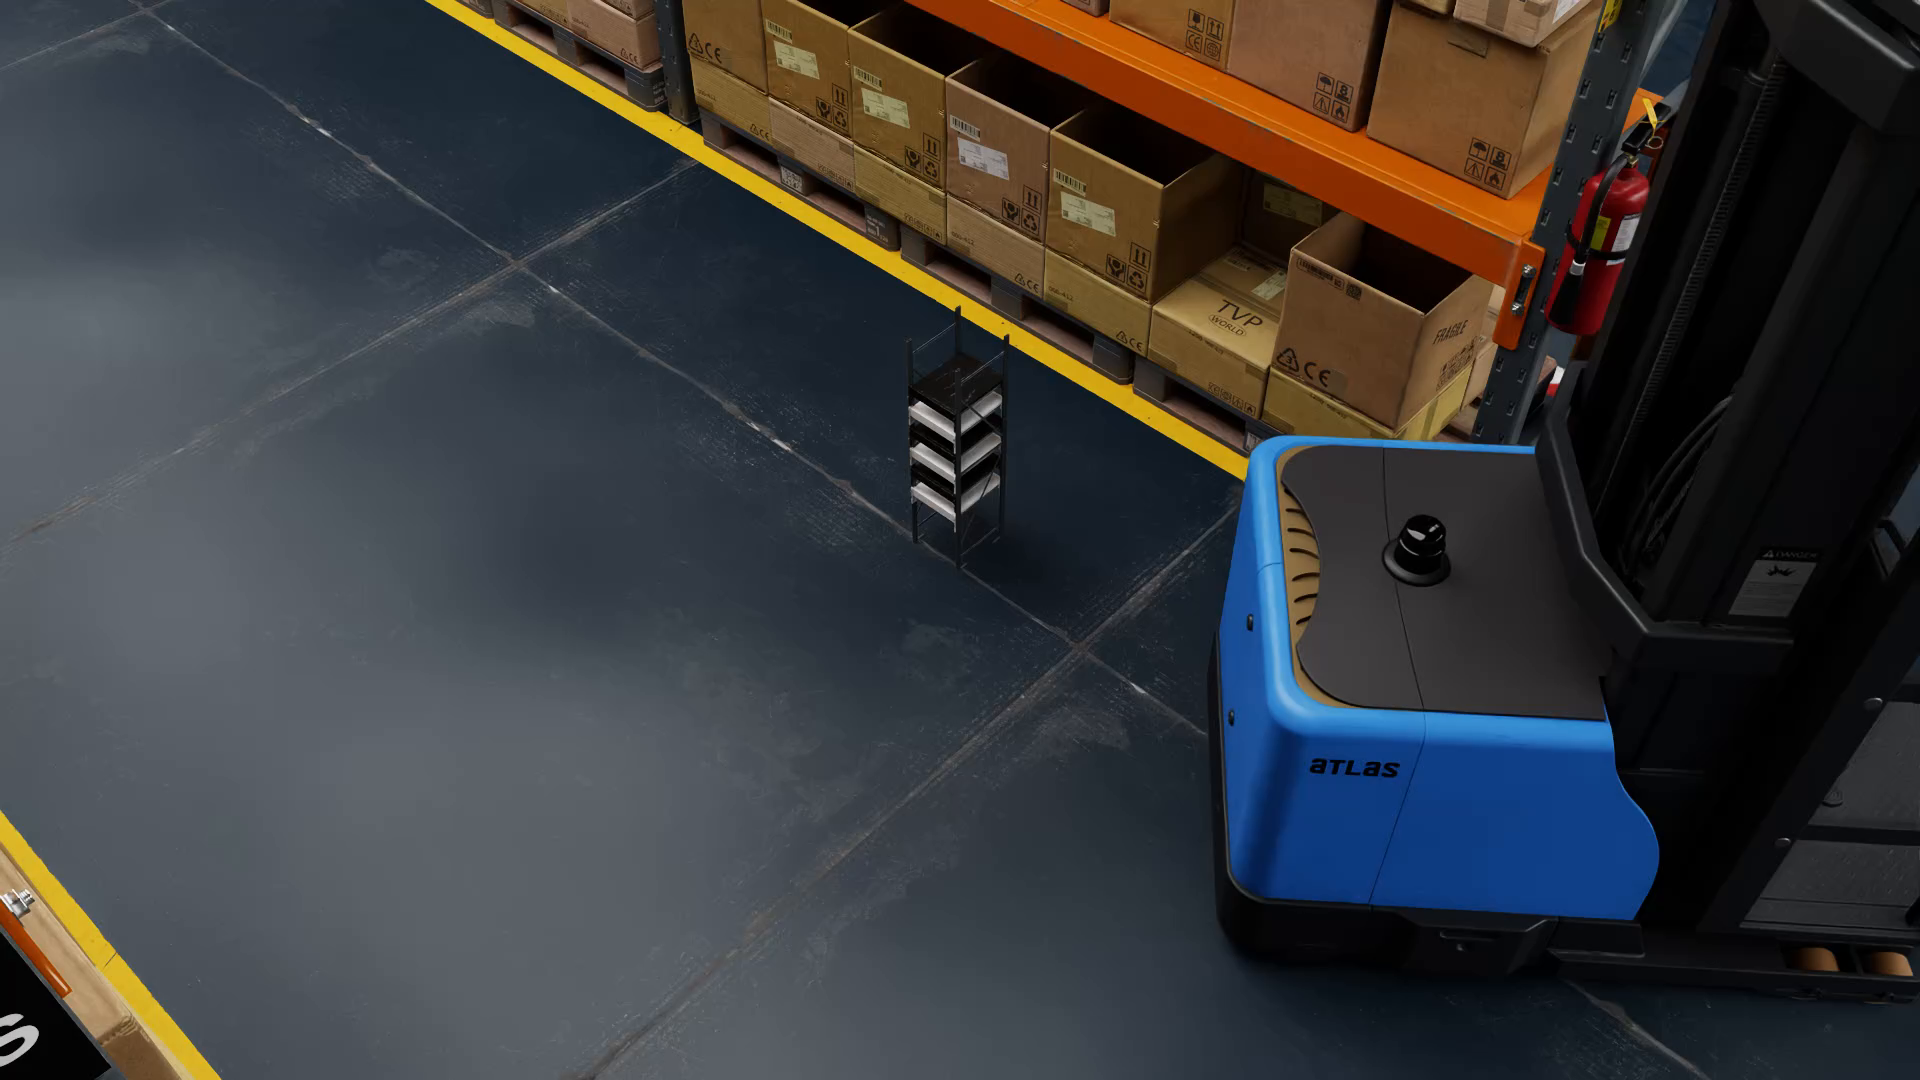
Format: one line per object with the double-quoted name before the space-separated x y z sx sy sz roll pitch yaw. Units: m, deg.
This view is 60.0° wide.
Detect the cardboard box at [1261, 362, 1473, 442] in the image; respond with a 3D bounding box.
"cardboard box" 1.409 -0.517 5.776 0.500 0.250 0.500 34 55 28

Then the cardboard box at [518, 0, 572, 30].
"cardboard box" -1.808 -2.688 7.815 0.500 0.250 0.500 33 55 27

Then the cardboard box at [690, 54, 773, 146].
"cardboard box" -0.801 -1.996 7.164 0.500 0.250 0.500 34 55 28

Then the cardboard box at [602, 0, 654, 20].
"cardboard box" -1.428 -2.626 7.372 0.500 0.311 0.500 34 55 28

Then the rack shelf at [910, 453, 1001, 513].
"rack shelf" -0.006 -0.228 5.516 0.200 0.077 0.258 34 55 28

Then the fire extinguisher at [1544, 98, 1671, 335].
"fire extinguisher" 1.775 -0.873 4.566 0.183 0.674 0.296 34 55 28

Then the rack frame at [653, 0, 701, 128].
"rack frame" -0.936 -3.185 6.683 0.127 3.000 1.000 34 55 28

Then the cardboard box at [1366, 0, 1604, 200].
"cardboard box" 1.669 -1.479 5.013 0.500 0.500 0.700 34 55 28

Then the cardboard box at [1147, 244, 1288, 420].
"cardboard box" 1.033 -0.757 6.002 0.500 0.250 0.500 34 55 28

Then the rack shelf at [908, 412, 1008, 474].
"rack shelf" -0.006 -0.351 5.384 0.200 0.077 0.258 34 55 28

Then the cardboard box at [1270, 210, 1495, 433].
"cardboard box" 1.407 -0.772 5.501 0.500 0.500 0.500 34 55 28

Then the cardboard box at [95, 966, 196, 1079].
"cardboard box" -1.497 1.082 2.766 0.500 0.250 0.500 32 55 27

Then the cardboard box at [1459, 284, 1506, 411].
"cardboard box" 1.760 -0.794 6.036 0.500 0.250 0.500 34 55 28

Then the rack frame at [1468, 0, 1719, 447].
"rack frame" 2.003 -1.207 4.826 0.127 3.000 1.000 34 55 28

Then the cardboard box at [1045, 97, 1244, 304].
"cardboard box" 0.662 -1.259 5.958 0.500 0.500 0.500 34 55 28

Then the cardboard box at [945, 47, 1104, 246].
"cardboard box" 0.296 -1.507 6.191 0.500 0.500 0.500 34 55 28

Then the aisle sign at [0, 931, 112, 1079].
"aisle sign" -1.098 0.433 1.502 0.004 0.787 0.394 34 55 28

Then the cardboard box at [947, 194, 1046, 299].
"cardboard box" 0.298 -1.252 6.466 0.500 0.250 0.500 34 55 28

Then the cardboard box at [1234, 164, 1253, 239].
"cardboard box" 1.015 -1.537 6.219 0.500 0.500 0.500 34 55 28

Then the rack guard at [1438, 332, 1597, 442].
"rack guard" 2.021 -0.340 5.726 0.348 0.500 1.175 34 55 28

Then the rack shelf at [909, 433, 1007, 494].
"rack shelf" -0.006 -0.289 5.450 0.200 0.077 0.258 34 55 28

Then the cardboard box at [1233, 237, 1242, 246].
"cardboard box" 1.023 -1.287 6.499 0.500 0.250 0.500 34 55 28

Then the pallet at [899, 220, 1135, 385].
"pallet" 0.520 -1.212 6.743 1.213 0.211 1.003 34 55 28

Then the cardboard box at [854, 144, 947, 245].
"cardboard box" -0.073 -1.496 6.695 0.500 0.250 0.500 34 55 28

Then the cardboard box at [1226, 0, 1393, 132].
"cardboard box" 1.280 -1.736 5.254 0.500 0.500 0.700 35 56 29

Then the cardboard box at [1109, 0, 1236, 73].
"cardboard box" 0.919 -1.985 5.487 0.500 0.500 0.700 34 56 28

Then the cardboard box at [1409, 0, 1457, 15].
"cardboard box" 1.400 -1.679 4.755 0.250 0.149 0.380 35 56 28

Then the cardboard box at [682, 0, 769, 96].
"cardboard box" -0.808 -2.247 6.886 0.500 0.500 0.500 34 55 28

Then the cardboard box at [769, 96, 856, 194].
"cardboard box" -0.437 -1.746 6.930 0.500 0.250 0.500 34 55 28

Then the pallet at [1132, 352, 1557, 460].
"pallet" 1.413 -0.608 6.176 1.213 0.211 1.003 34 55 28

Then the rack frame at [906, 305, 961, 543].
"rack frame" -0.081 -0.362 5.473 0.006 0.900 0.240 34 55 28

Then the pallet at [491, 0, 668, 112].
"pallet" -1.504 -2.574 8.022 1.213 0.211 1.003 34 55 28

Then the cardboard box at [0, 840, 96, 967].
"cardboard box" -1.857 0.589 2.714 0.500 0.500 0.500 34 55 28

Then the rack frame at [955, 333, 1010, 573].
"rack frame" 0.069 -0.262 5.379 0.006 0.900 0.240 34 55 28

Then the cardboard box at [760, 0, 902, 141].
"cardboard box" -0.435 -2.004 6.658 0.500 0.500 0.500 34 55 28

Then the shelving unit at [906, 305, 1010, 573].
"shelving unit" -0.006 -0.312 5.426 0.210 0.900 0.258 34 55 28

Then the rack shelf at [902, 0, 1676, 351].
"rack shelf" 0.533 -1.950 6.017 4.000 0.370 1.077 34 55 28

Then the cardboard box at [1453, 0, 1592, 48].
"cardboard box" 1.593 -1.550 4.634 0.250 0.149 0.380 33 55 27

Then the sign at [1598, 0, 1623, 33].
"sign" 1.625 -1.401 4.051 0.005 0.325 0.100 34 55 28

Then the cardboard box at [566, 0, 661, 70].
"cardboard box" -1.438 -2.437 7.579 0.500 0.250 0.500 33 55 27

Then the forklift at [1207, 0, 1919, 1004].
"forklift" 2.261 -0.136 3.868 3.031 2.935 1.130 3 47 3

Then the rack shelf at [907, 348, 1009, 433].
"rack shelf" -0.006 -0.474 5.253 0.200 0.077 0.258 34 55 28

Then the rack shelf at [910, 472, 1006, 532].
"rack shelf" -0.006 -0.166 5.581 0.200 0.077 0.258 34 55 28

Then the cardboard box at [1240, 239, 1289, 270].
"cardboard box" 1.390 -1.039 6.266 0.500 0.250 0.500 34 55 28

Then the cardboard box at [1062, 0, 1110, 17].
"cardboard box" 0.529 -2.243 5.730 0.500 0.500 0.700 36 56 29

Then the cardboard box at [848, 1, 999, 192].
"cardboard box" -0.073 -1.753 6.422 0.500 0.500 0.500 34 55 28

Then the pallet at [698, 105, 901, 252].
"pallet" -0.380 -1.815 7.309 1.213 0.211 1.003 34 55 28

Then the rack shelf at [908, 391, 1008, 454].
"rack shelf" -0.006 -0.412 5.319 0.200 0.077 0.258 34 55 28

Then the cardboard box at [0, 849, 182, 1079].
"cardboard box" -1.501 0.839 2.479 0.500 0.500 0.500 34 55 28

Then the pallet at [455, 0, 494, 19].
"pallet" -2.405 -3.177 8.588 1.213 0.211 1.003 34 55 28

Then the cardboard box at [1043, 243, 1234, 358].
"cardboard box" 0.664 -1.004 6.233 0.500 0.250 0.500 34 55 28

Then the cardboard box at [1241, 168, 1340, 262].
"cardboard box" 1.391 -1.297 5.994 0.500 0.500 0.500 34 55 28

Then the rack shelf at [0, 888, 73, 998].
"rack shelf" -2.824 -0.321 2.430 4.000 0.370 1.077 34 55 28
